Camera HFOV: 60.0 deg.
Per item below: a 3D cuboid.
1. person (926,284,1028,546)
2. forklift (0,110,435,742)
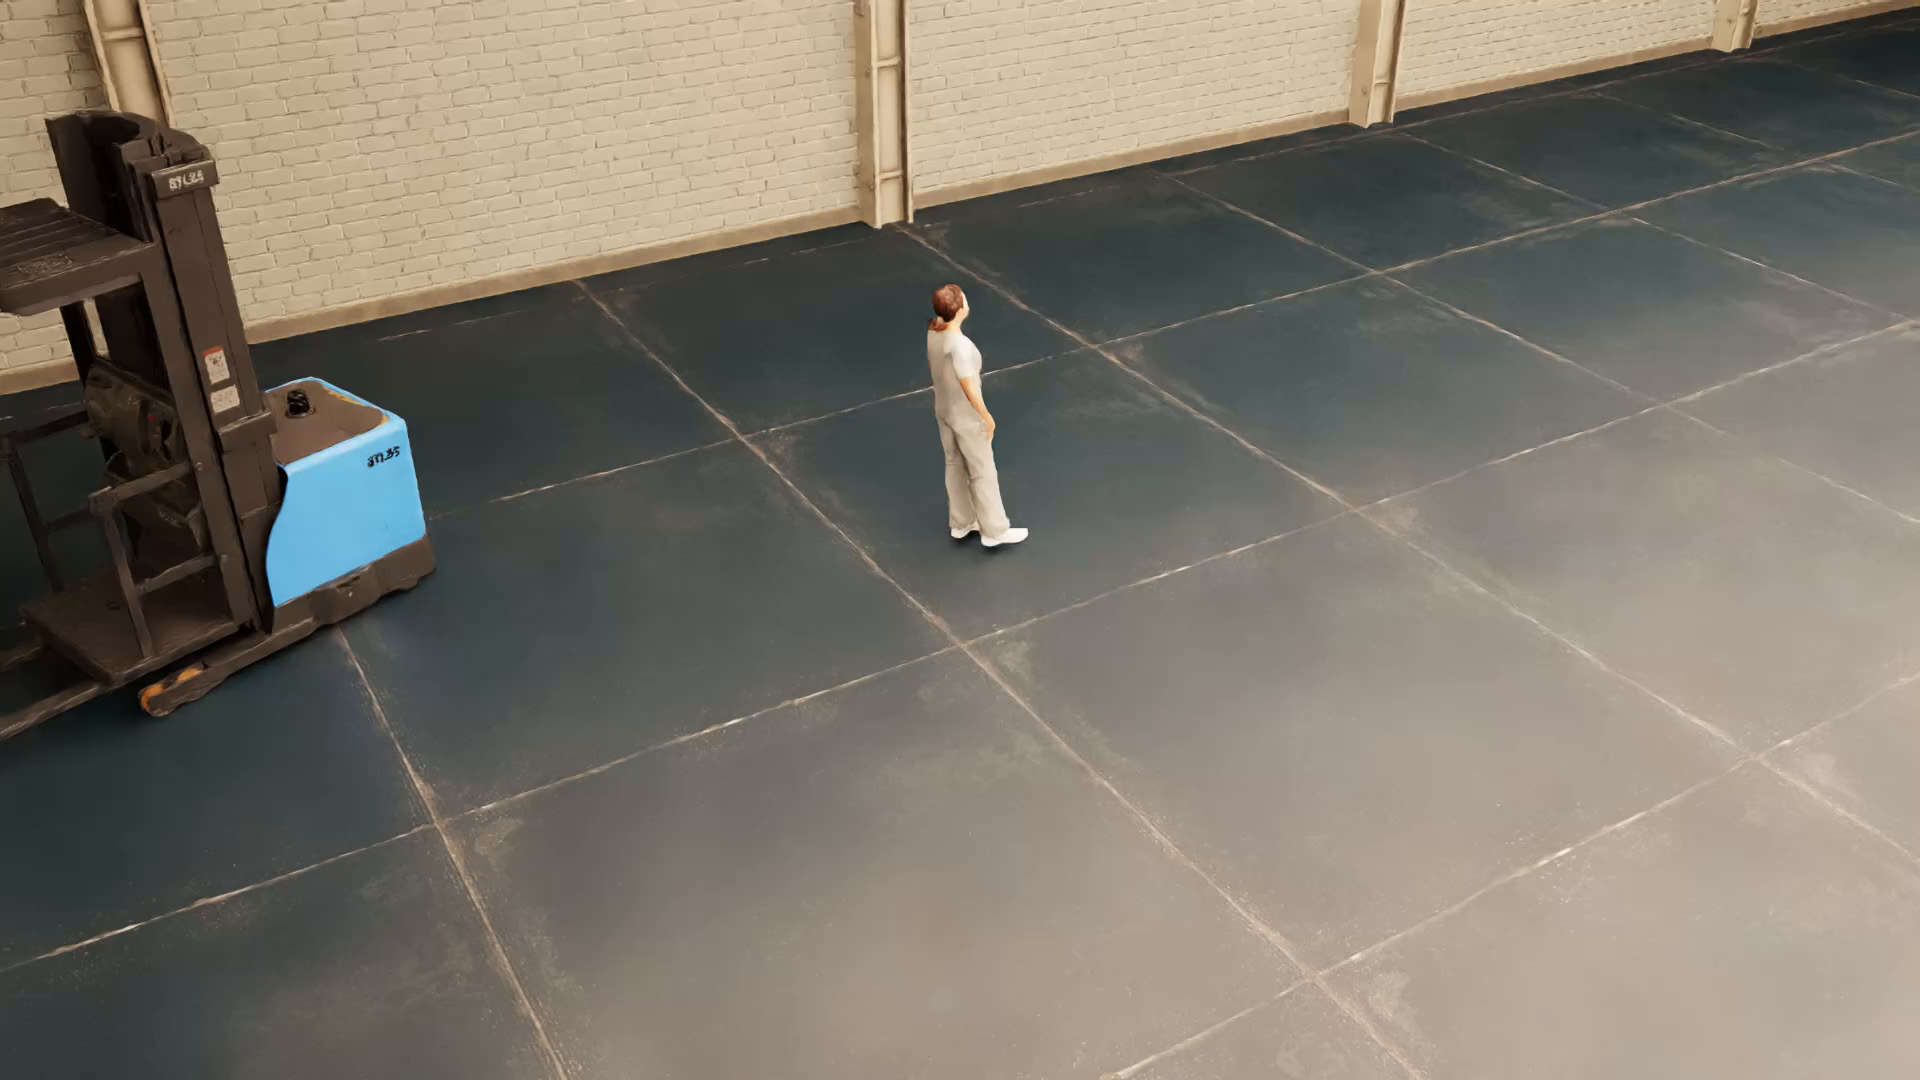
[{"bbox_3d":[0.069,-0.772,10.068,0.549,1.673,0.550,-17,35,-26],"label":"person"},{"bbox_3d":[-4.502,-0.603,8.654,1.130,2.935,3.031,23,38,33],"label":"forklift"}]
